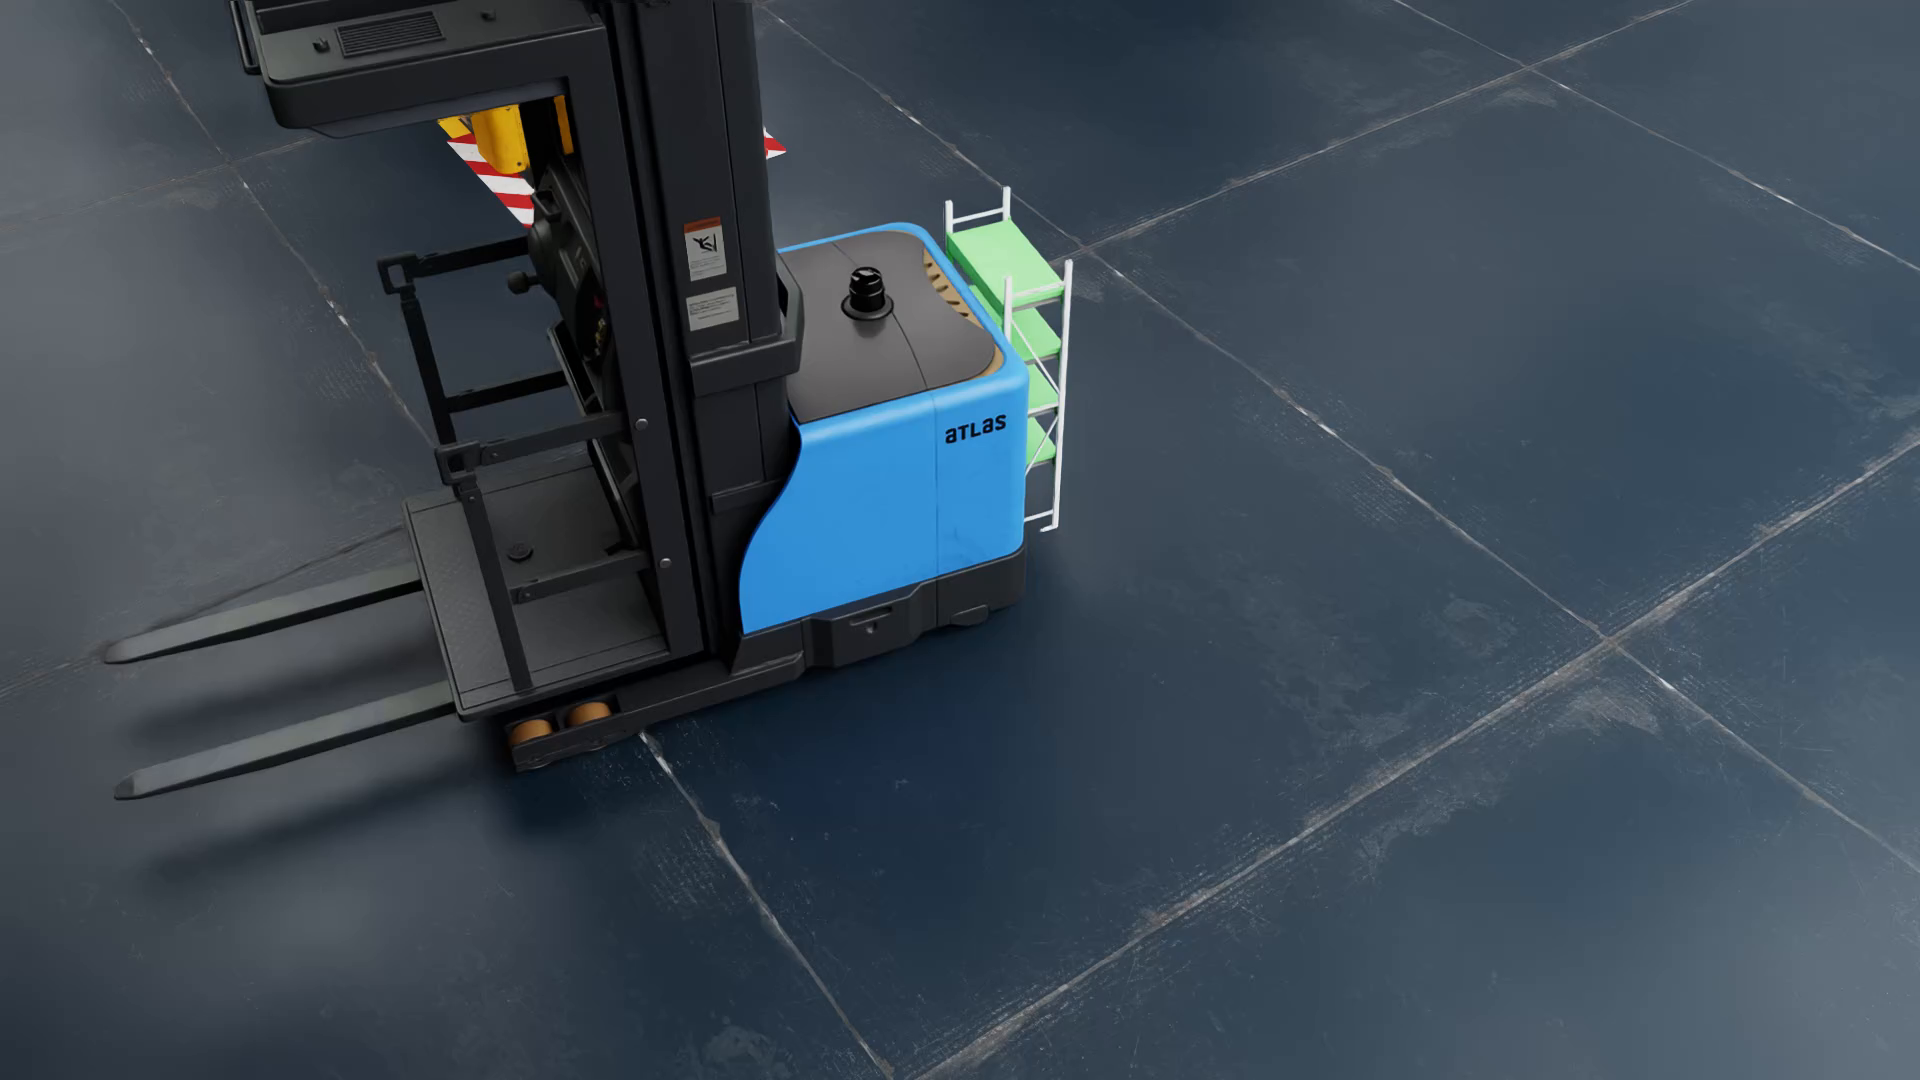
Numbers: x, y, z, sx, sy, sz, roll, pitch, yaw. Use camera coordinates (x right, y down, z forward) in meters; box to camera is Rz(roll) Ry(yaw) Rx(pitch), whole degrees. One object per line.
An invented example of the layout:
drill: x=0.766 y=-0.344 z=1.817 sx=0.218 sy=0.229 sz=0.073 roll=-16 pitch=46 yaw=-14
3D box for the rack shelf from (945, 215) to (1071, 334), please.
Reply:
rack shelf: x=0.160 y=-0.909 z=5.730 sx=0.258 sy=0.148 sz=0.480 roll=-17 pitch=46 yaw=-17

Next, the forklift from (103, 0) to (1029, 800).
forklift: x=-1.329 y=-0.726 z=4.888 sx=3.031 sy=2.935 sz=1.130 roll=-16 pitch=46 yaw=-16

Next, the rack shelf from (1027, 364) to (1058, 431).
rack shelf: x=0.160 y=-0.561 z=6.062 sx=0.258 sy=0.148 sz=0.480 roll=-17 pitch=46 yaw=-17

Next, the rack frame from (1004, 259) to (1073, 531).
rack frame: x=0.258 y=-0.453 z=5.856 sx=0.240 sy=1.200 sz=0.015 roll=-17 pitch=46 yaw=-17

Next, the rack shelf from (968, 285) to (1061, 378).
rack shelf: x=0.160 y=-0.735 z=5.896 sx=0.258 sy=0.148 sz=0.480 roll=-17 pitch=46 yaw=-17

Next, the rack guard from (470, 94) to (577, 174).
rack guard: x=-1.850 y=-2.276 z=8.273 sx=1.175 sy=0.500 sz=0.348 roll=-26 pitch=49 yaw=-24

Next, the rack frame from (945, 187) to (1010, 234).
rack frame: x=0.063 y=-0.762 z=6.179 sx=0.240 sy=1.200 sz=0.015 roll=-17 pitch=46 yaw=-17

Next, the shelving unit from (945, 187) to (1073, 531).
shelving unit: x=0.160 y=-0.608 z=6.018 sx=0.258 sy=1.200 sz=0.503 roll=-17 pitch=46 yaw=-17

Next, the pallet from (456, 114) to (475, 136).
pallet: x=-2.335 y=-2.602 z=8.823 sx=1.003 sy=0.211 sz=1.213 roll=-26 pitch=49 yaw=-24

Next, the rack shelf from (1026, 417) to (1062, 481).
rack shelf: x=0.160 y=-0.388 z=6.227 sx=0.258 sy=0.148 sz=0.480 roll=-17 pitch=46 yaw=-17
